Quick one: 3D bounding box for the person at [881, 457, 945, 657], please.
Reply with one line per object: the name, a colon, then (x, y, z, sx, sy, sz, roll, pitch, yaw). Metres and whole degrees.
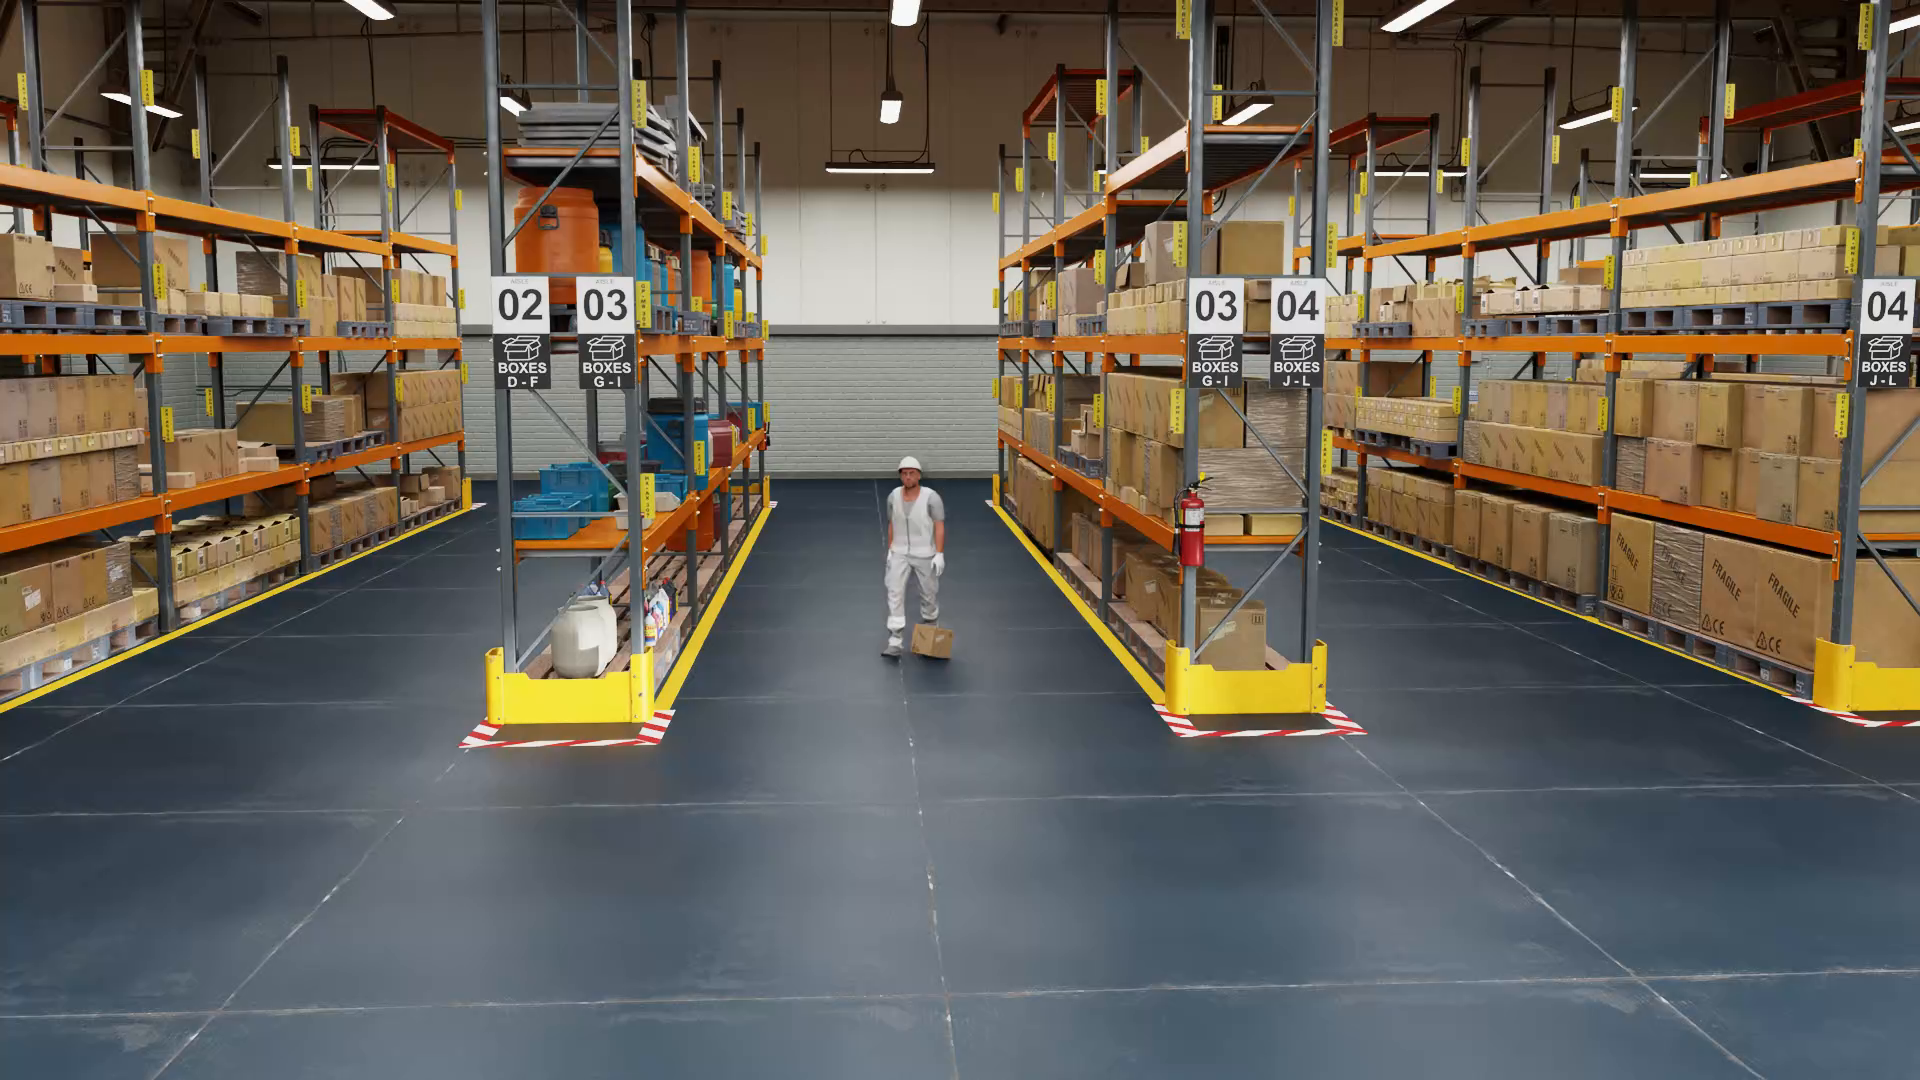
person: (-0.393, 0.132, 14.624, 0.567, 1.748, 0.962, 1, 7, 12)
